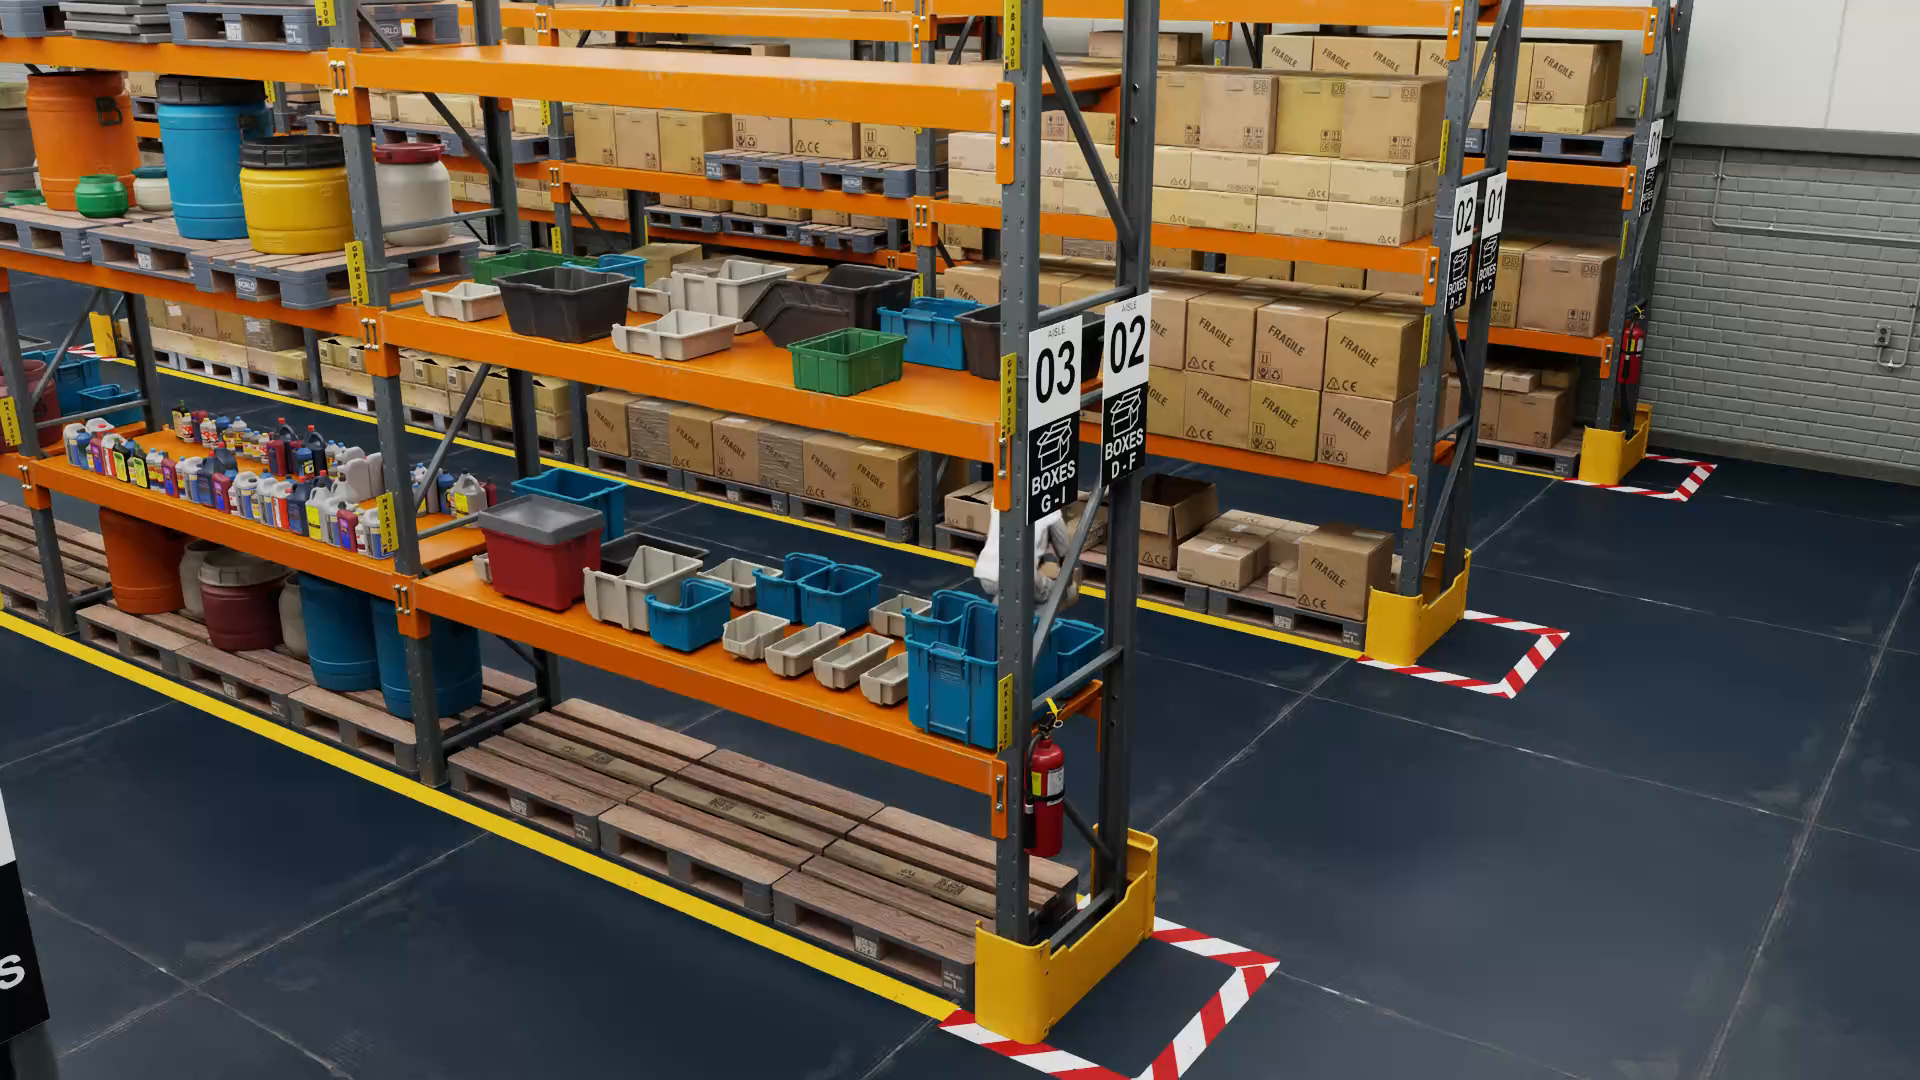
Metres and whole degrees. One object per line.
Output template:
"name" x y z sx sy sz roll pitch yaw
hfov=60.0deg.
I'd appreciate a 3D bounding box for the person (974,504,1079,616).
"person" 0.408 0.198 11.421 0.593 1.157 0.858 13 23 32
